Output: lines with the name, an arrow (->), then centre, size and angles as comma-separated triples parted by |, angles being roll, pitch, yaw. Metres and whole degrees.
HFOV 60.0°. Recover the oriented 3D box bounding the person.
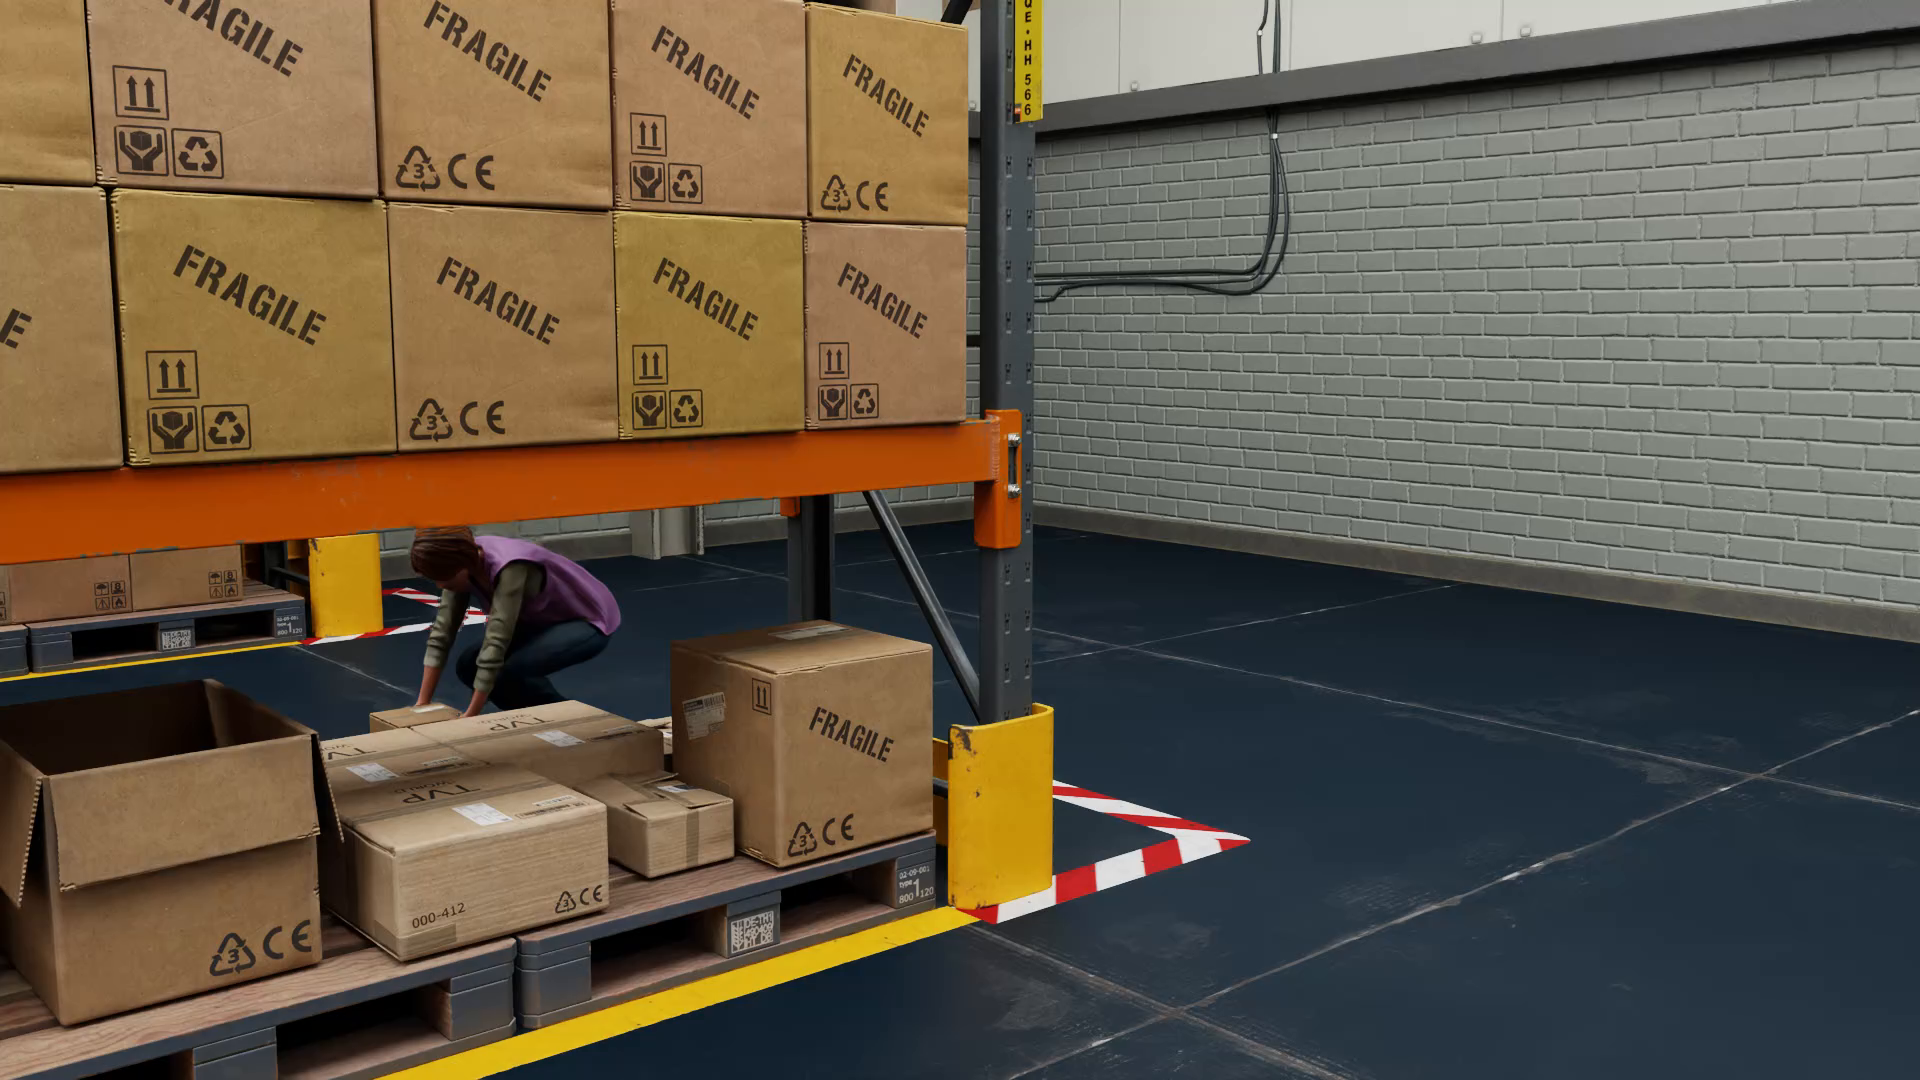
person -> -1.540, 0.358, 5.798 | 0.447, 0.898, 0.792 | 8, 11, 44
